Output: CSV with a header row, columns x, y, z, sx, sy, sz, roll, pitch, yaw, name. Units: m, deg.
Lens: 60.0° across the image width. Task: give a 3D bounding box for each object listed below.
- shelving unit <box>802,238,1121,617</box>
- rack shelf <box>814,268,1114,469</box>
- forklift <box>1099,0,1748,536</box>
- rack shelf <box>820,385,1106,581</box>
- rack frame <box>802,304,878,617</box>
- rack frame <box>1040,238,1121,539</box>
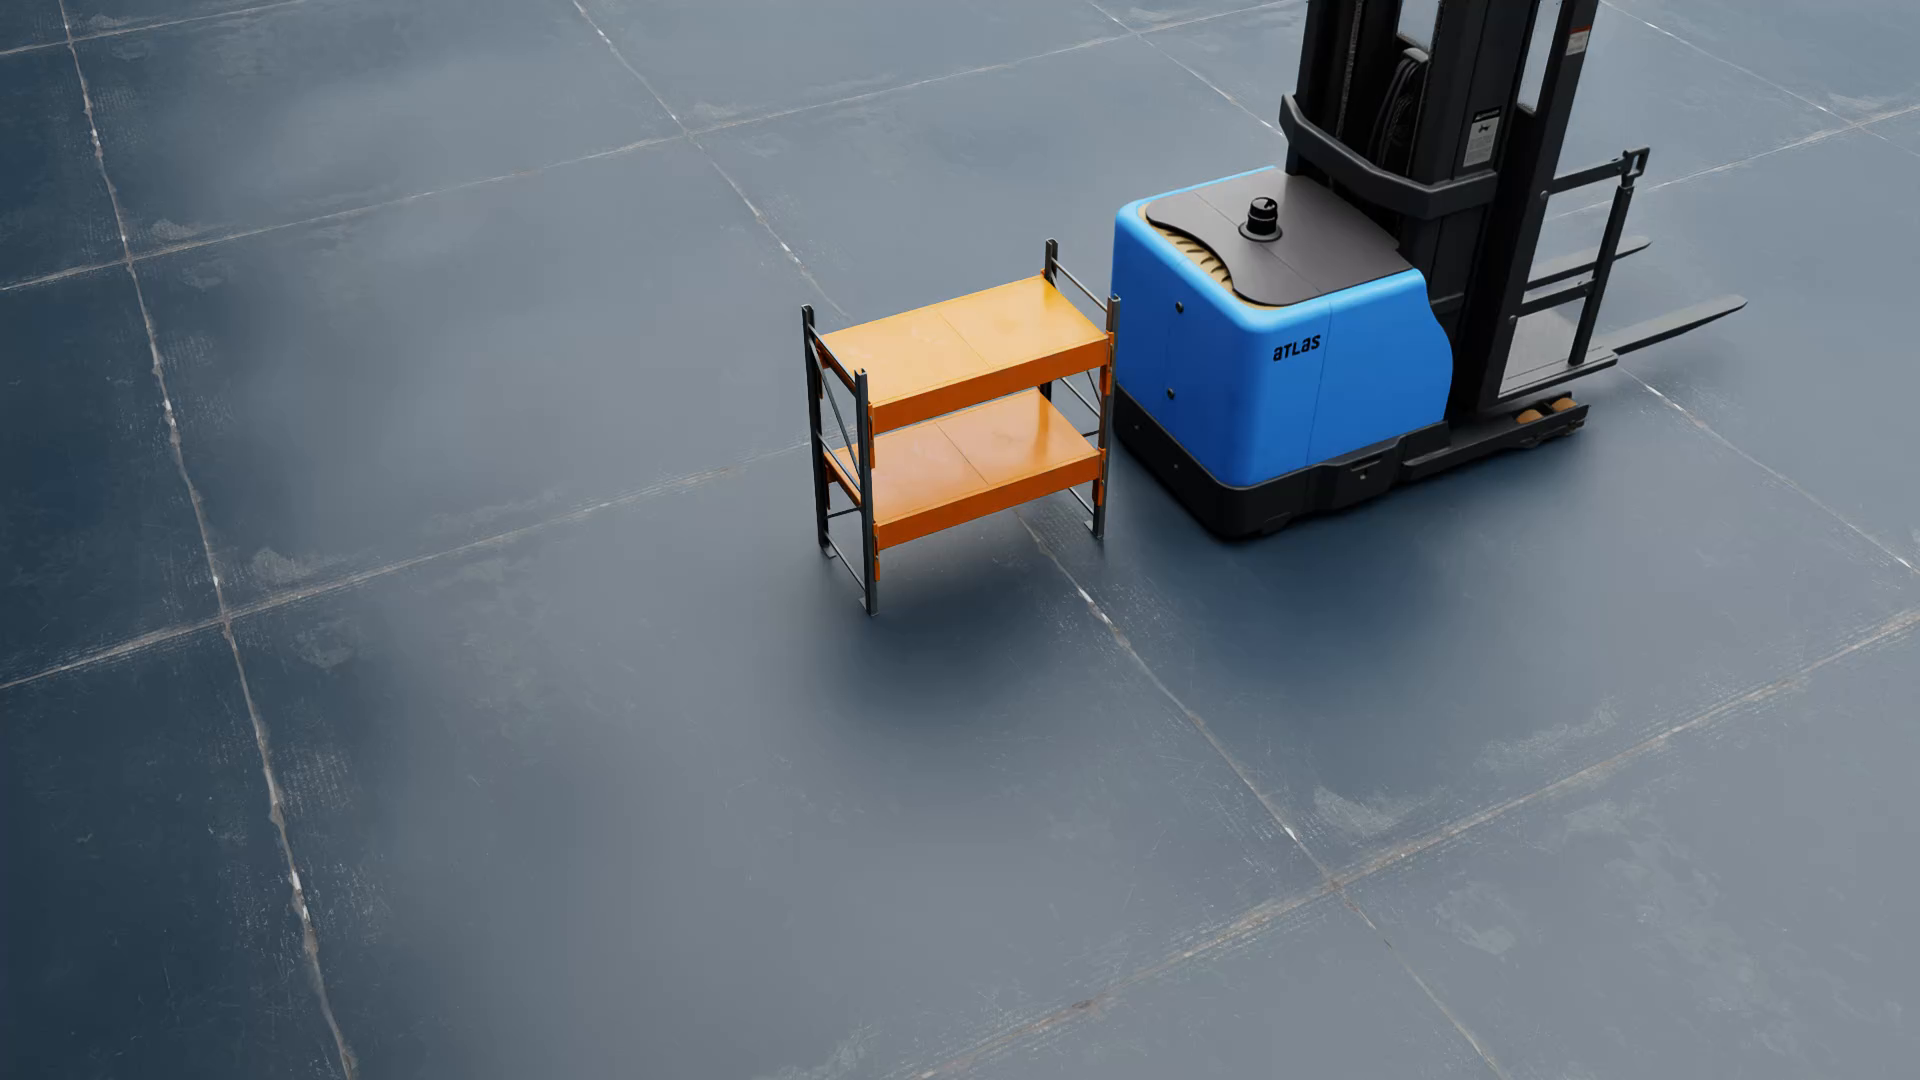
x,y,z,sx,sy,sz,roll,pitch,yaw,name
0.006,-0.431,6.389,1.048,1.125,0.538,-19,44,-21,shelving unit
0.006,-0.655,6.200,1.000,0.278,0.538,-19,44,-21,rack shelf
2.161,-1.802,6.610,3.031,2.935,1.130,-18,44,-20,forklift
0.006,-0.245,6.547,1.000,0.278,0.538,-19,44,-21,rack shelf
-0.445,-0.280,6.210,0.032,1.125,0.500,-19,44,-21,rack frame
0.457,-0.583,6.568,0.032,1.125,0.500,-19,44,-21,rack frame
